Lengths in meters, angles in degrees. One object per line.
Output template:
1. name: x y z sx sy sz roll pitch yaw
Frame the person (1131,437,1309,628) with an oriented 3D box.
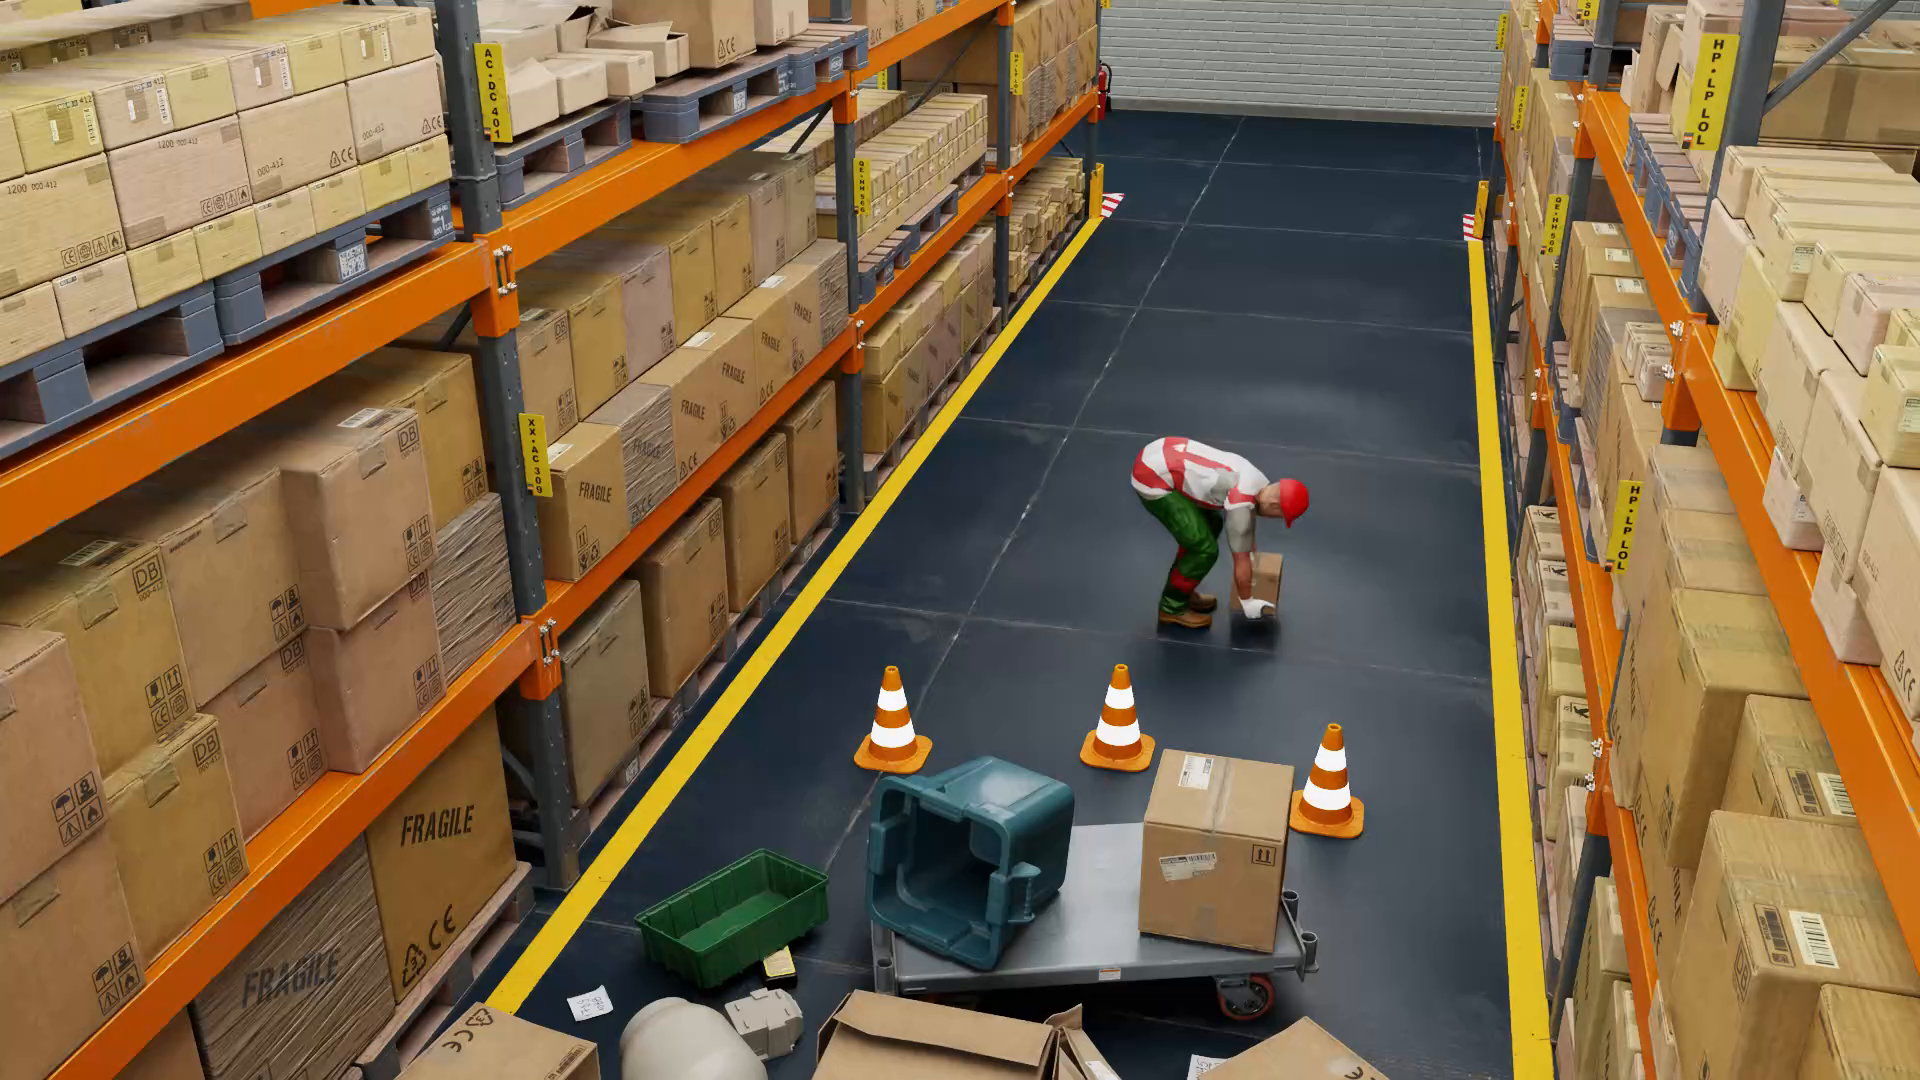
1. person: 1.397 -0.040 9.060 0.955 1.024 0.510 5 26 11
